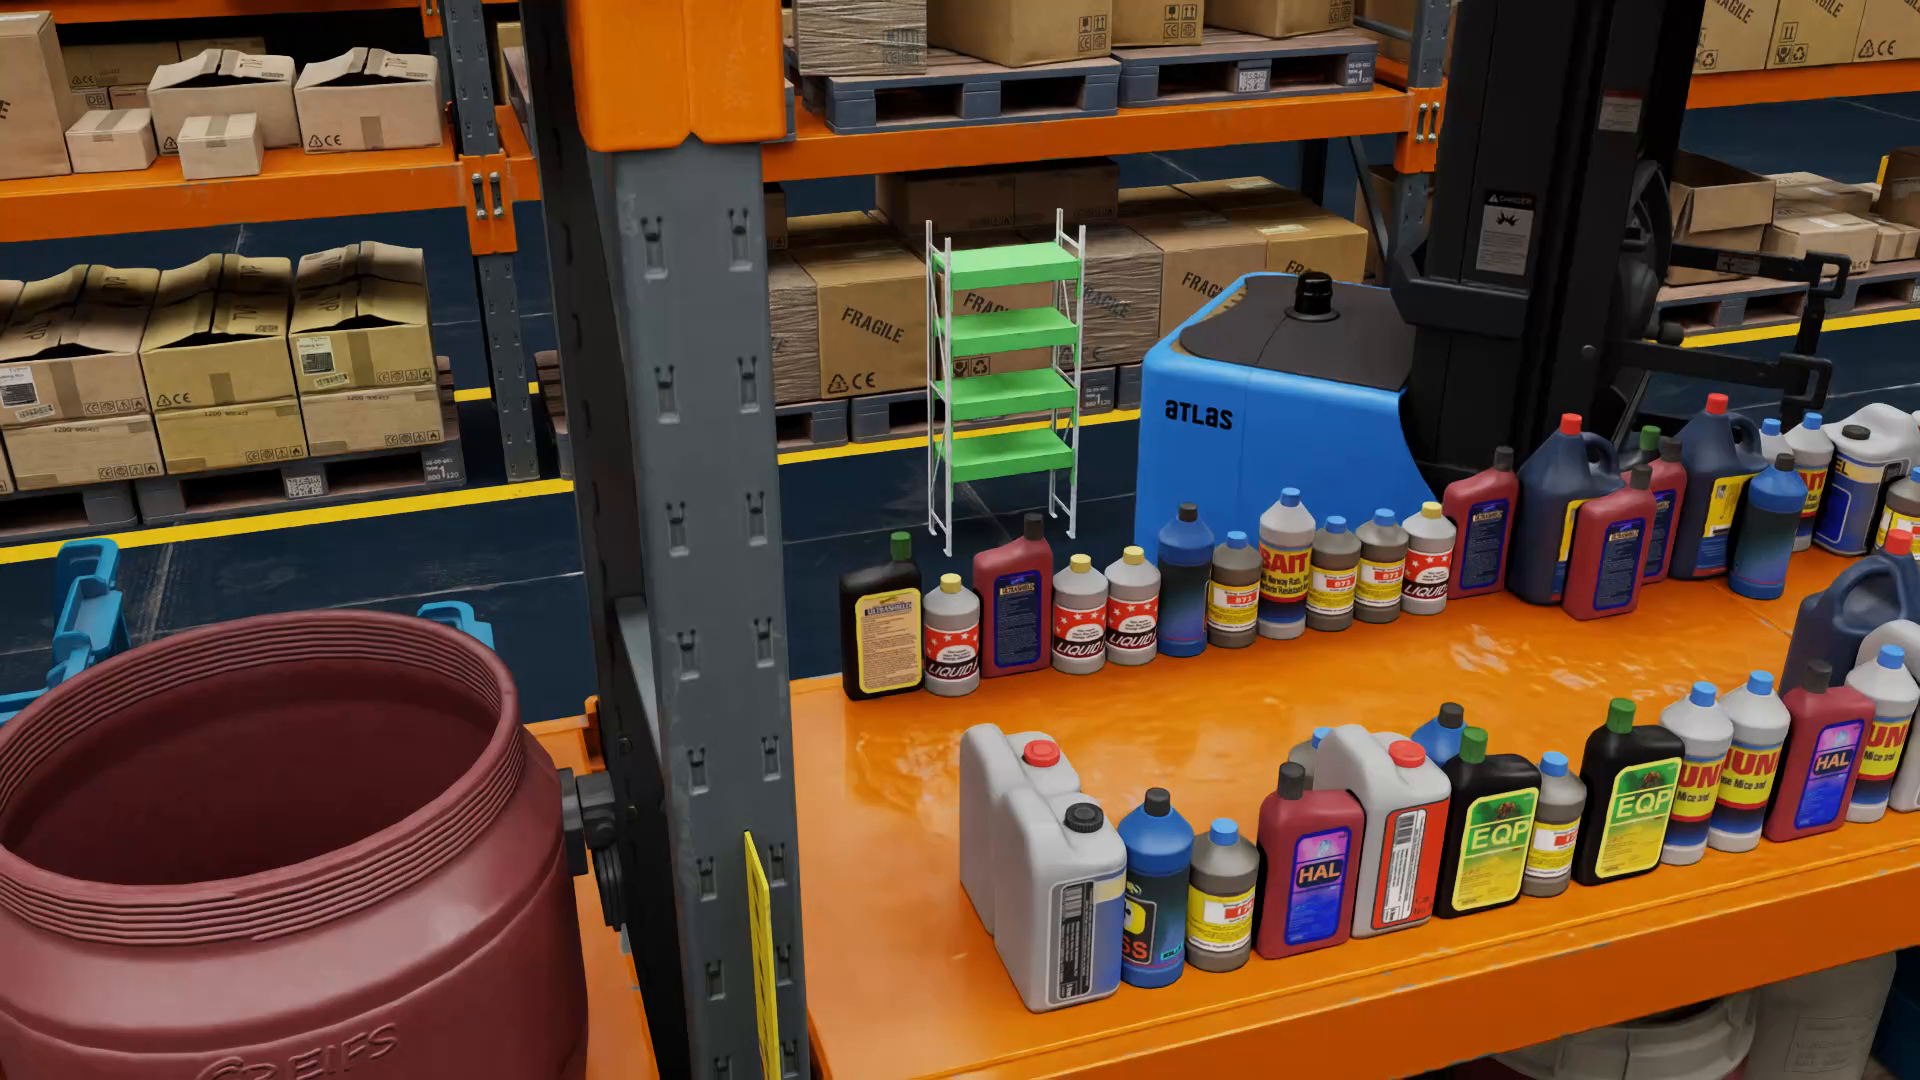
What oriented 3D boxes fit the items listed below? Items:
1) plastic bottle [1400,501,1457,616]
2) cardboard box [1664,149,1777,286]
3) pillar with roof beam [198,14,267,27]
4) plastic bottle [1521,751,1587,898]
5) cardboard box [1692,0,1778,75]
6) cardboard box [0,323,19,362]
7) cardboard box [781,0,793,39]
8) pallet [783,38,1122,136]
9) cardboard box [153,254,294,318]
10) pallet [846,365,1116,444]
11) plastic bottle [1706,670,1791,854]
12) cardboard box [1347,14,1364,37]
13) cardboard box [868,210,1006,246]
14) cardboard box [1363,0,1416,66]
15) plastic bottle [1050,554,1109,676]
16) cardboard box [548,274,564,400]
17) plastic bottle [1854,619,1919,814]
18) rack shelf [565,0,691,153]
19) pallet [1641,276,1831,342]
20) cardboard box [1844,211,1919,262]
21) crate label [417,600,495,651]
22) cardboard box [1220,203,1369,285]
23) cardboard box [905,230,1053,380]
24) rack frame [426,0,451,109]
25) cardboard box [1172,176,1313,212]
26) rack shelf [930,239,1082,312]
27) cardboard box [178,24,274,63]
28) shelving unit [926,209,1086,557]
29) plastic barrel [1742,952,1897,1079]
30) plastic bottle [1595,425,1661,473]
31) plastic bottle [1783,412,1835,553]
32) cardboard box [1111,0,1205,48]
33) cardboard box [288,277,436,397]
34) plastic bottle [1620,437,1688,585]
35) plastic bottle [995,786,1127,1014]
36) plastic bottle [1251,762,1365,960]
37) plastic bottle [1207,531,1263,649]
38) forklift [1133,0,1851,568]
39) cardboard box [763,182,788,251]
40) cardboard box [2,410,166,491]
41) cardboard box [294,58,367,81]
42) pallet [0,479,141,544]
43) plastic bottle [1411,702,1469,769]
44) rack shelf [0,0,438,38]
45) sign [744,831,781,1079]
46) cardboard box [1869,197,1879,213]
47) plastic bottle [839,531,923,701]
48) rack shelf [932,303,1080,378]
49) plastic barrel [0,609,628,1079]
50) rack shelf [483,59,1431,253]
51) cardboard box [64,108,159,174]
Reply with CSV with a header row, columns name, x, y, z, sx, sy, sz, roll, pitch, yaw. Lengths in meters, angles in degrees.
name,x,y,z,sx,sy,sz,roll,pitch,yaw
plastic bottle,0.852,0.028,3.044,0.097,0.201,0.097,0,26,0
cardboard box,3.675,-1.677,8.567,0.637,0.503,0.797,-8,28,-16
pillar with roof beam,-3.622,-4.934,6.068,0.400,9.000,9.100,-8,28,-16
plastic bottle,0.814,0.388,2.318,0.097,0.201,0.097,0,26,0
cardboard box,3.421,-2.477,7.753,0.500,0.500,0.500,-8,28,-16
cardboard box,-3.785,-0.607,6.089,0.500,0.311,0.500,-7,27,-15
cardboard box,-1.070,-3.388,11.647,0.750,0.750,0.750,-7,27,-15
pallet,-0.066,-1.970,7.061,1.213,0.211,1.003,-8,28,-16
cardboard box,-2.999,-0.970,6.820,0.500,0.311,0.500,-9,28,-17
pallet,-0.034,-0.790,7.605,1.213,0.211,1.003,-8,28,-16
plastic bottle,1.126,0.312,2.394,0.097,0.271,0.097,0,26,0
cardboard box,3.045,-3.843,12.956,0.500,0.500,0.700,-8,28,-16
cardboard box,-0.108,-1.238,7.686,0.500,0.500,0.500,-9,28,-18
cardboard box,2.286,-2.559,7.919,0.500,0.500,0.500,-8,27,-15
plastic bottle,0.204,0.122,2.855,0.097,0.201,0.097,0,26,0
cardboard box,-1.392,-0.806,6.816,0.500,0.500,0.500,-7,27,-14
plastic bottle,1.447,0.250,2.512,0.135,0.276,0.152,-8,28,-16
rack shelf,-2.285,-0.437,1.193,4.000,0.370,1.077,-8,28,-16
pallet,3.705,-1.352,8.736,1.213,0.211,1.003,-8,28,-16
cardboard box,4.840,-1.619,8.830,0.250,0.166,0.380,-8,28,-16
crate label,-0.900,0.283,2.495,0.416,0.233,0.303,-8,28,-16
cardboard box,1.509,-1.225,7.661,0.500,0.500,0.500,-8,28,-16
cardboard box,0.077,-1.021,7.250,0.500,0.500,0.500,-9,28,-18
rack frame,-3.451,-3.880,10.693,0.127,3.000,1.000,-8,28,-16
cardboard box,1.355,-1.451,8.116,0.500,0.500,0.500,-10,28,-18
rack shelf,0.157,-0.933,5.844,0.480,0.148,0.258,-8,28,-16
cardboard box,-4.681,-3.120,10.635,0.500,0.250,0.500,-8,27,-15
shelving unit,0.157,-0.560,6.029,0.503,1.200,0.258,-8,28,-16
plastic barrel,1.660,0.889,3.411,0.421,0.512,0.421,0,26,0
plastic bottle,1.259,-0.076,3.162,0.133,0.283,0.061,-8,28,-16
plastic bottle,1.643,-0.118,3.259,0.097,0.271,0.097,0,26,0
cardboard box,0.736,-2.478,7.283,0.500,0.500,0.700,-4,27,-8
cardboard box,-2.335,-0.818,6.513,0.500,0.311,0.500,-8,27,-15
plastic bottle,1.278,-0.051,3.110,0.133,0.283,0.061,-8,28,-16
plastic bottle,0.128,0.441,2.127,0.135,0.276,0.152,-8,28,-16
plastic bottle,0.455,0.412,2.178,0.133,0.283,0.061,-8,28,-16
plastic bottle,0.482,0.081,2.936,0.097,0.201,0.097,0,26,0
forklift,2.083,-0.794,4.554,3.031,2.935,1.130,13,29,25
cardboard box,-1.045,-1.437,7.245,0.500,0.250,0.500,-7,27,-14
cardboard box,-3.306,-0.427,6.356,0.500,0.250,0.500,-8,27,-15
cardboard box,-4.119,-2.836,10.907,0.500,0.500,0.700,-8,27,-15
pallet,-3.866,-0.274,6.565,1.213,0.211,1.003,-8,28,-16
plastic bottle,0.668,0.349,2.317,0.097,0.271,0.097,0,26,0
rack shelf,-5.353,-3.283,10.298,4.000,0.370,1.077,-8,28,-16
sign,-0.206,0.467,1.752,0.005,0.325,0.100,-8,28,-16
cardboard box,4.951,-1.869,9.333,0.250,0.166,0.380,-8,28,-16
plastic bottle,-0.131,0.125,2.757,0.133,0.283,0.061,-8,28,-16
rack shelf,0.157,-0.718,5.951,0.480,0.148,0.258,-8,28,-16
plastic barrel,-0.730,0.440,1.838,0.708,0.536,0.600,-8,28,-16
rack shelf,-0.012,-1.739,7.190,4.000,0.370,1.077,-8,28,-16
cardboard box,-3.109,-1.474,6.129,0.250,0.149,0.380,-6,27,-12
